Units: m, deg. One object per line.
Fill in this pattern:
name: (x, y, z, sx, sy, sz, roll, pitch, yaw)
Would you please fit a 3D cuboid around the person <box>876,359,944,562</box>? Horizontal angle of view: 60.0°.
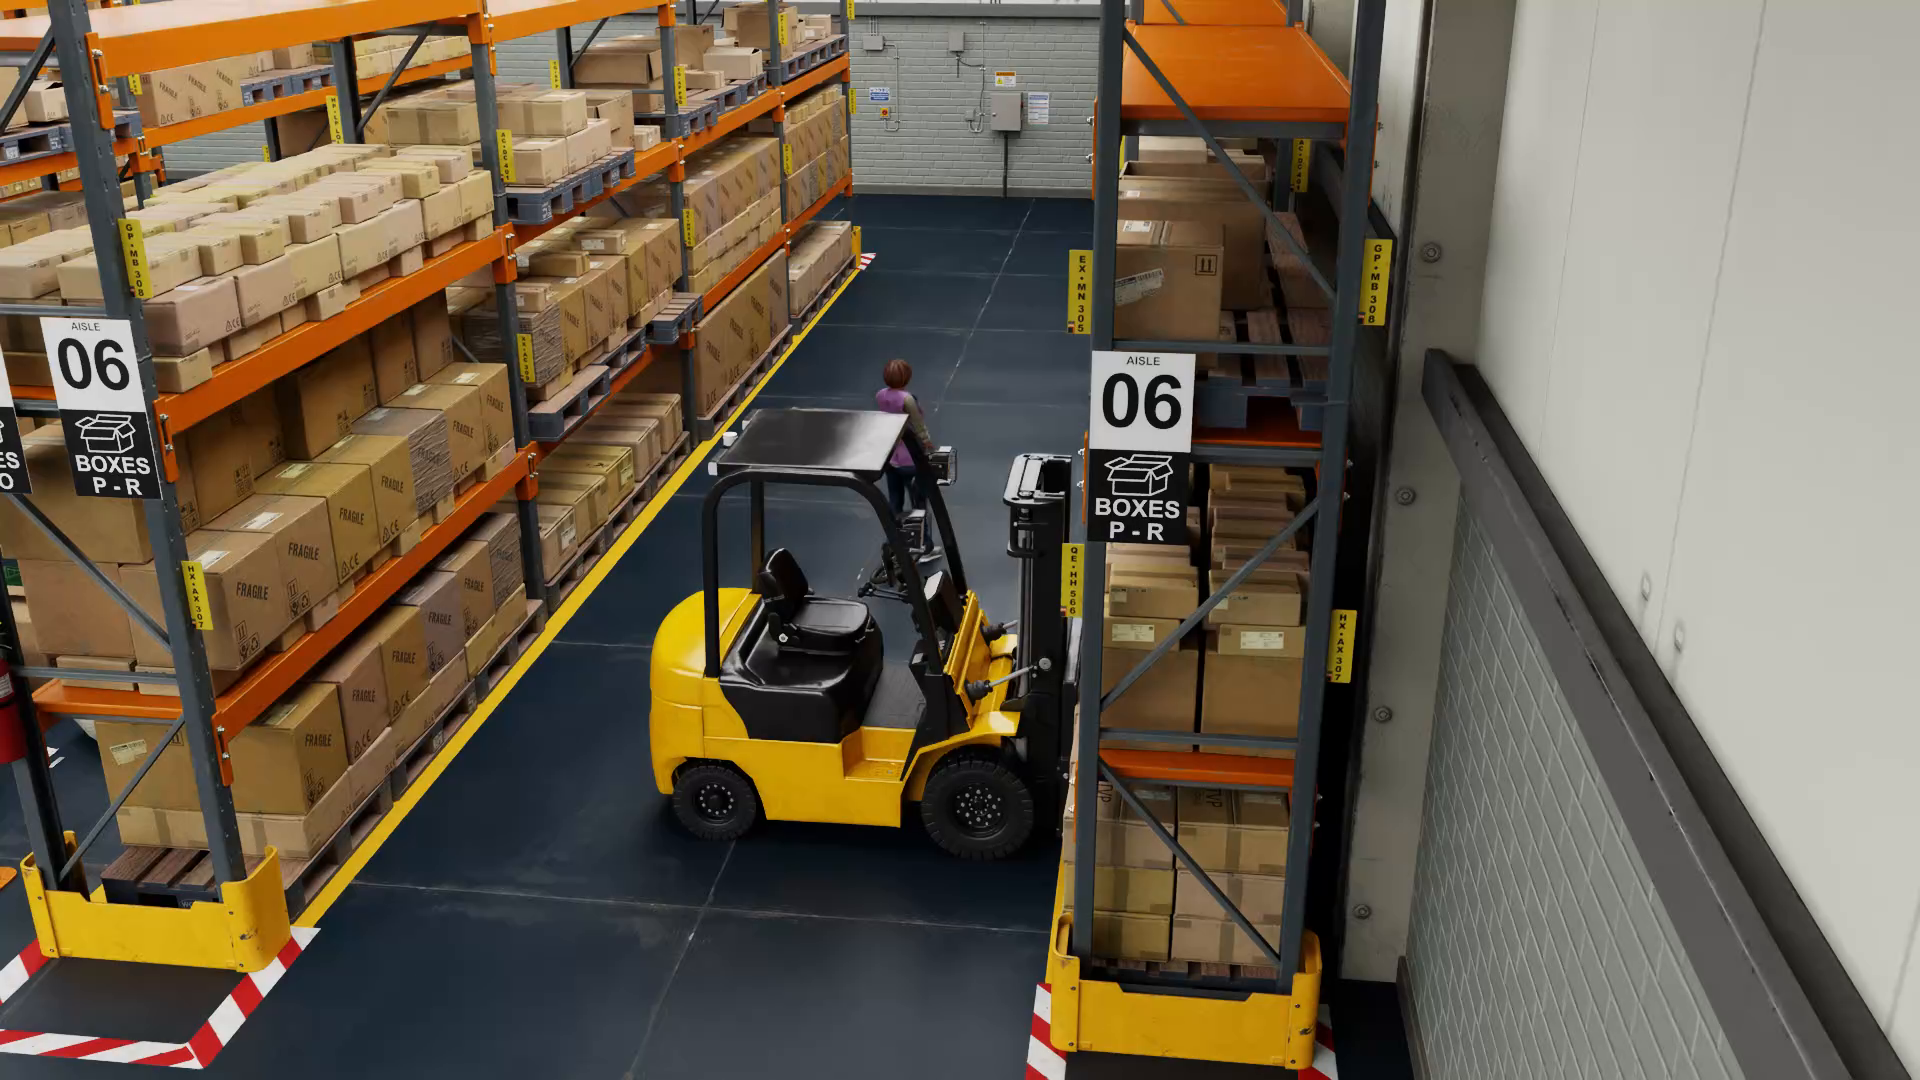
person: (-0.382, -0.617, 12.626, 0.443, 1.603, 0.434, -19, 28, -39)
